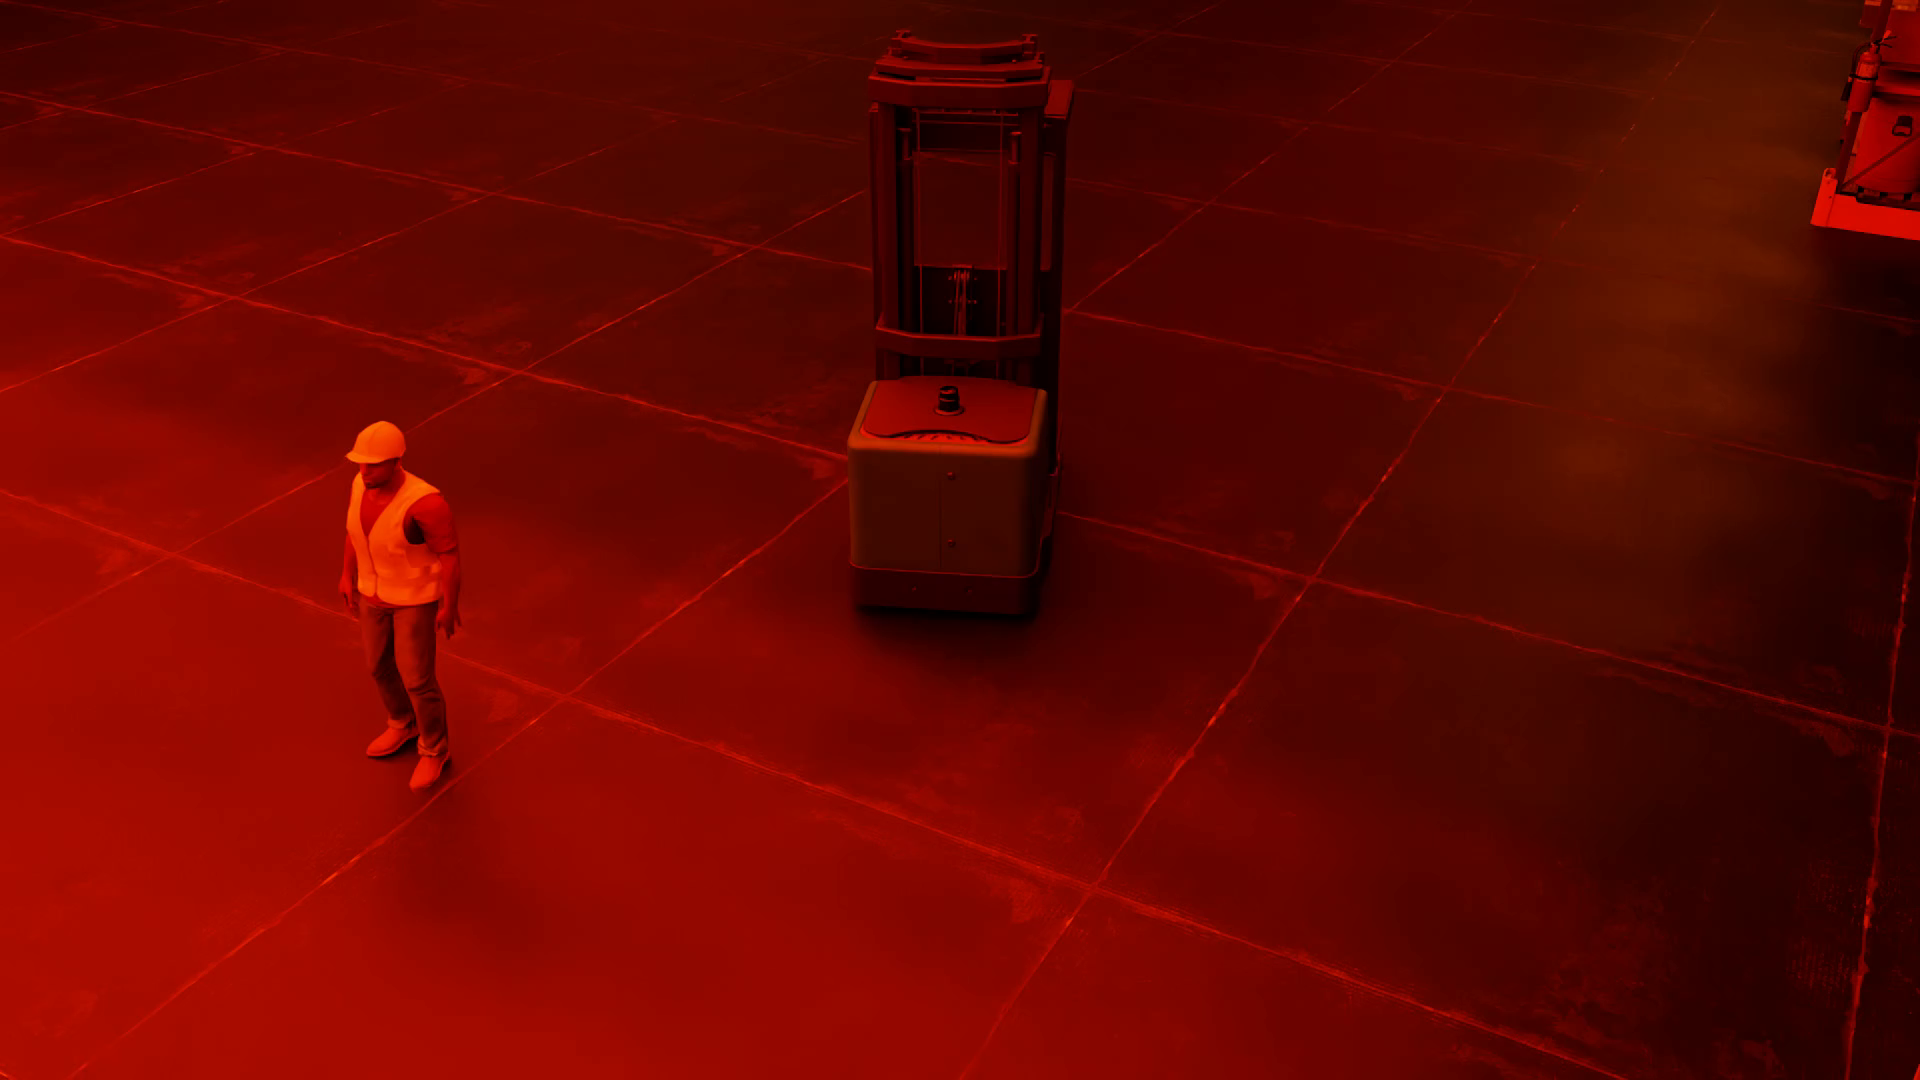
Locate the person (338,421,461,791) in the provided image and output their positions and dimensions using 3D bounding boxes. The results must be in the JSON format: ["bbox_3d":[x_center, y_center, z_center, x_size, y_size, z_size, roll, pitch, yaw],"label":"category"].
[{"bbox_3d":[-2.653,0.289,7.766,0.659,1.784,0.508,16,33,25],"label":"person"}]

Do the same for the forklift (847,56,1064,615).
[{"bbox_3d":[0.007,-1.262,9.346,1.129,2.843,1.939,3,30,6],"label":"forklift"}]
